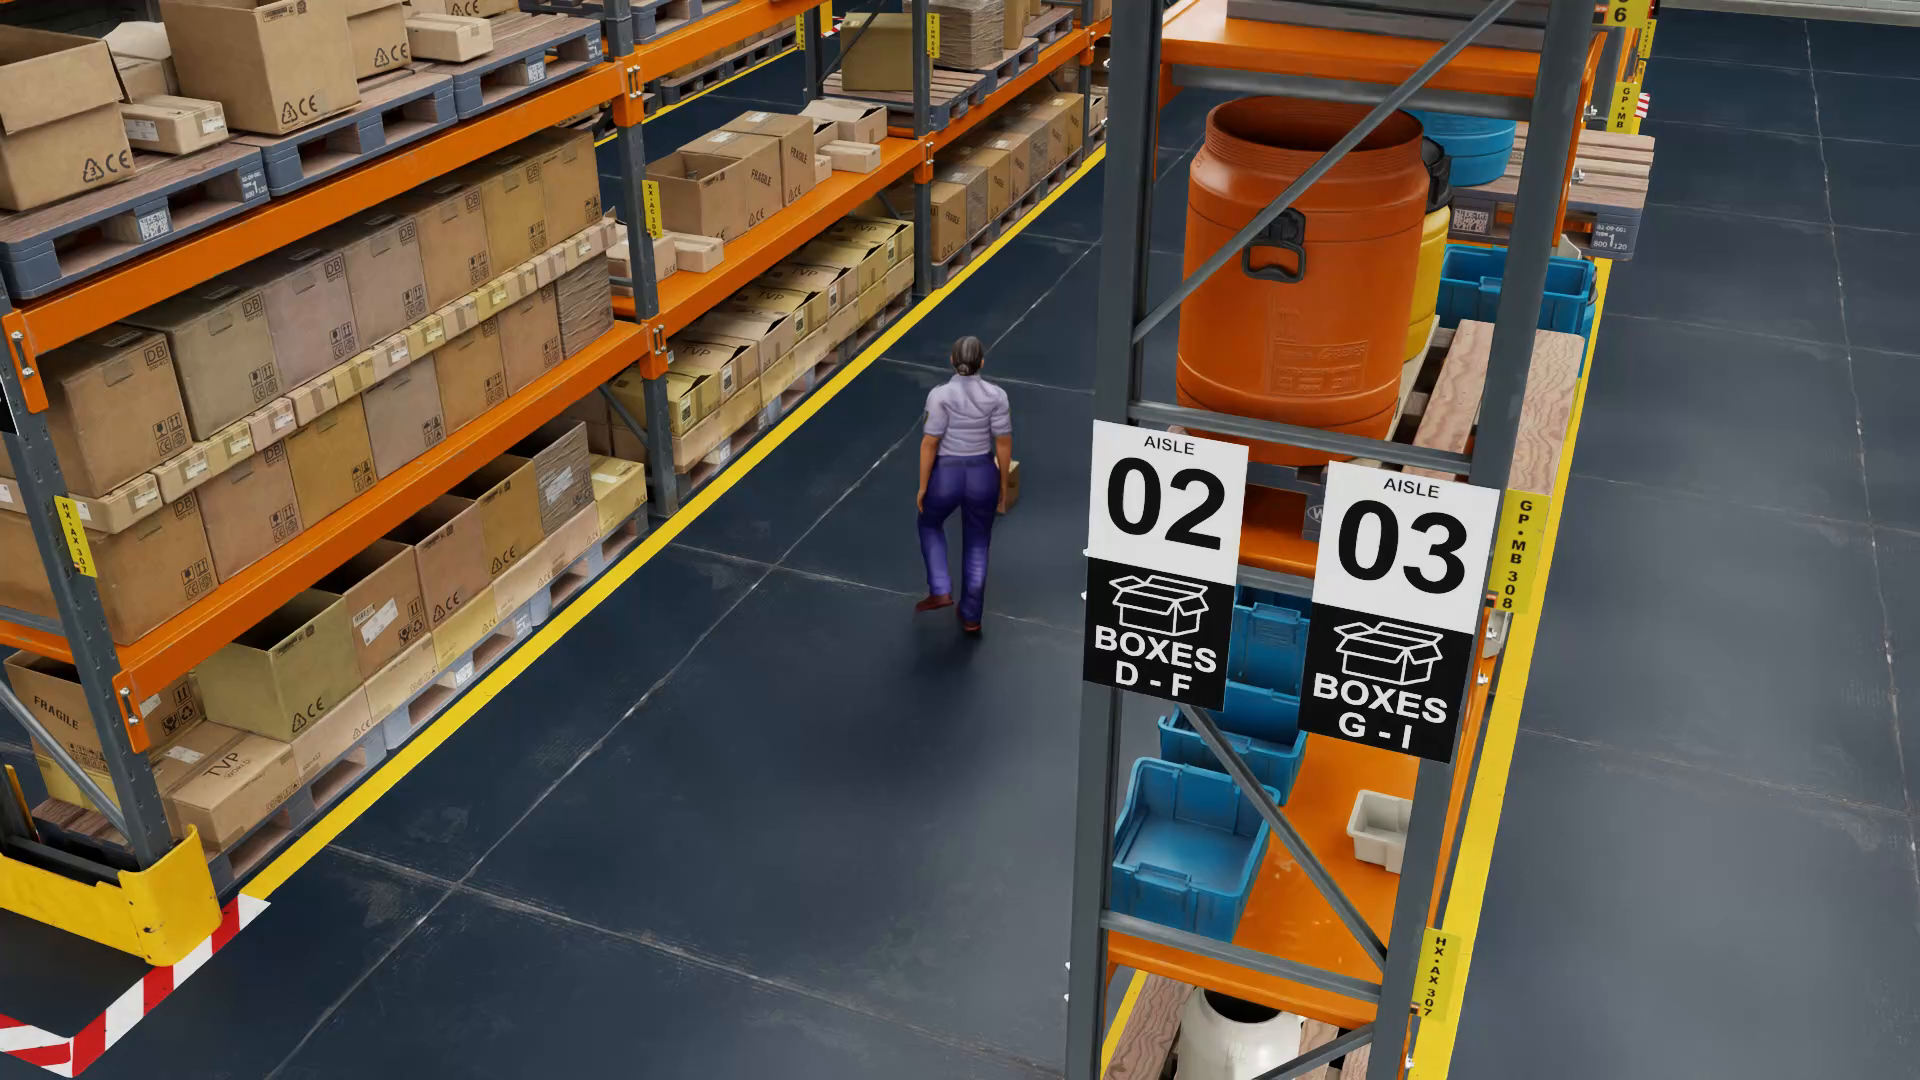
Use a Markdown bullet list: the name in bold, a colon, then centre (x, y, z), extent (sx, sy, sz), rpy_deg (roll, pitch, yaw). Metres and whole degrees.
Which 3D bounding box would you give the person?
- **person**: centre (0.014, -0.298, 8.911), extent (0.533, 1.639, 0.461), rpy_deg (-4, 30, -7)
